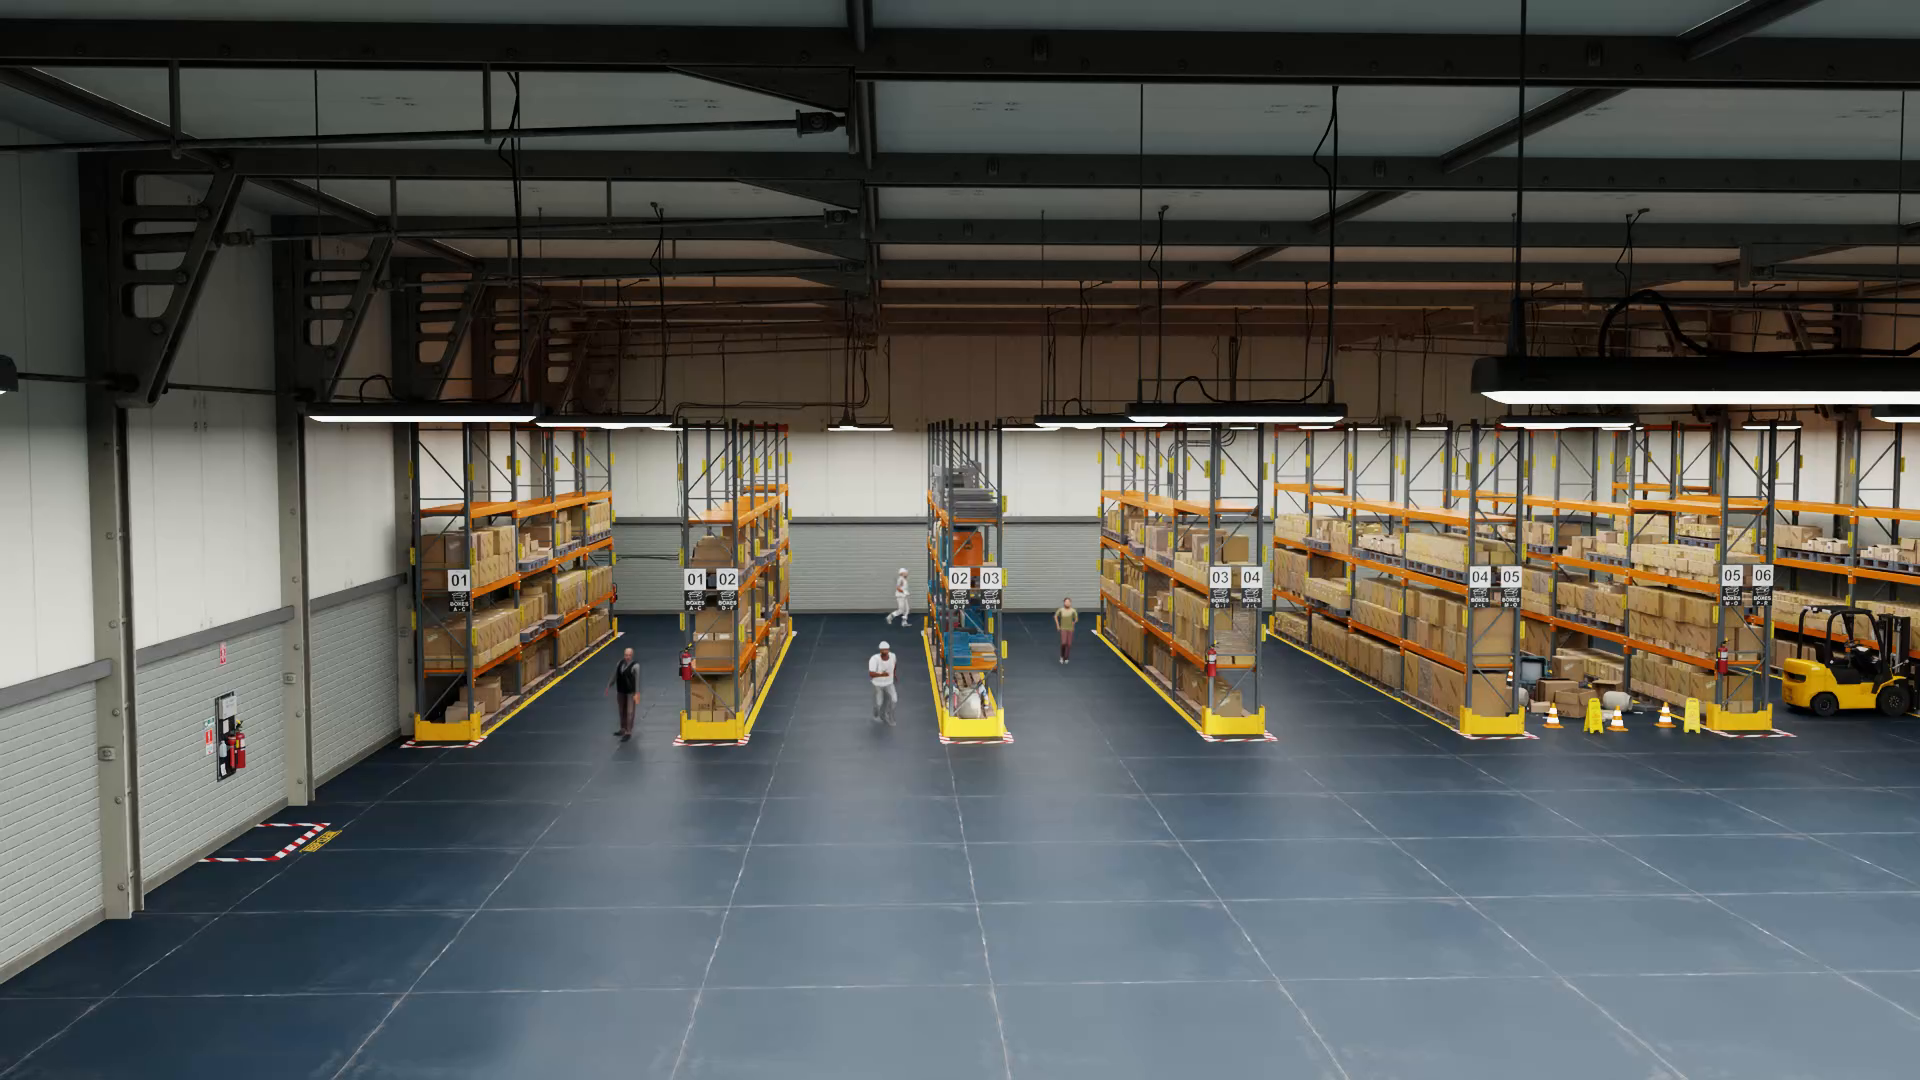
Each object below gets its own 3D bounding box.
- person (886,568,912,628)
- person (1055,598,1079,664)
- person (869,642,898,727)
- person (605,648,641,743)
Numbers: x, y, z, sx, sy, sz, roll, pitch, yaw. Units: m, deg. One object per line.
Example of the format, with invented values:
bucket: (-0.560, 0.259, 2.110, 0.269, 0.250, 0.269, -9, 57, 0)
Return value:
person: (-1.804, 1.713, 49.234, 0.782, 1.760, 0.714, 0, 4, 2)
person: (2.669, 2.250, 41.315, 0.573, 1.648, 0.619, 0, 4, -7)
person: (-1.487, 2.795, 32.343, 0.647, 1.685, 0.919, -1, 4, -20)
person: (-6.300, 2.874, 31.122, 0.731, 1.725, 0.682, 2, 4, 23)
